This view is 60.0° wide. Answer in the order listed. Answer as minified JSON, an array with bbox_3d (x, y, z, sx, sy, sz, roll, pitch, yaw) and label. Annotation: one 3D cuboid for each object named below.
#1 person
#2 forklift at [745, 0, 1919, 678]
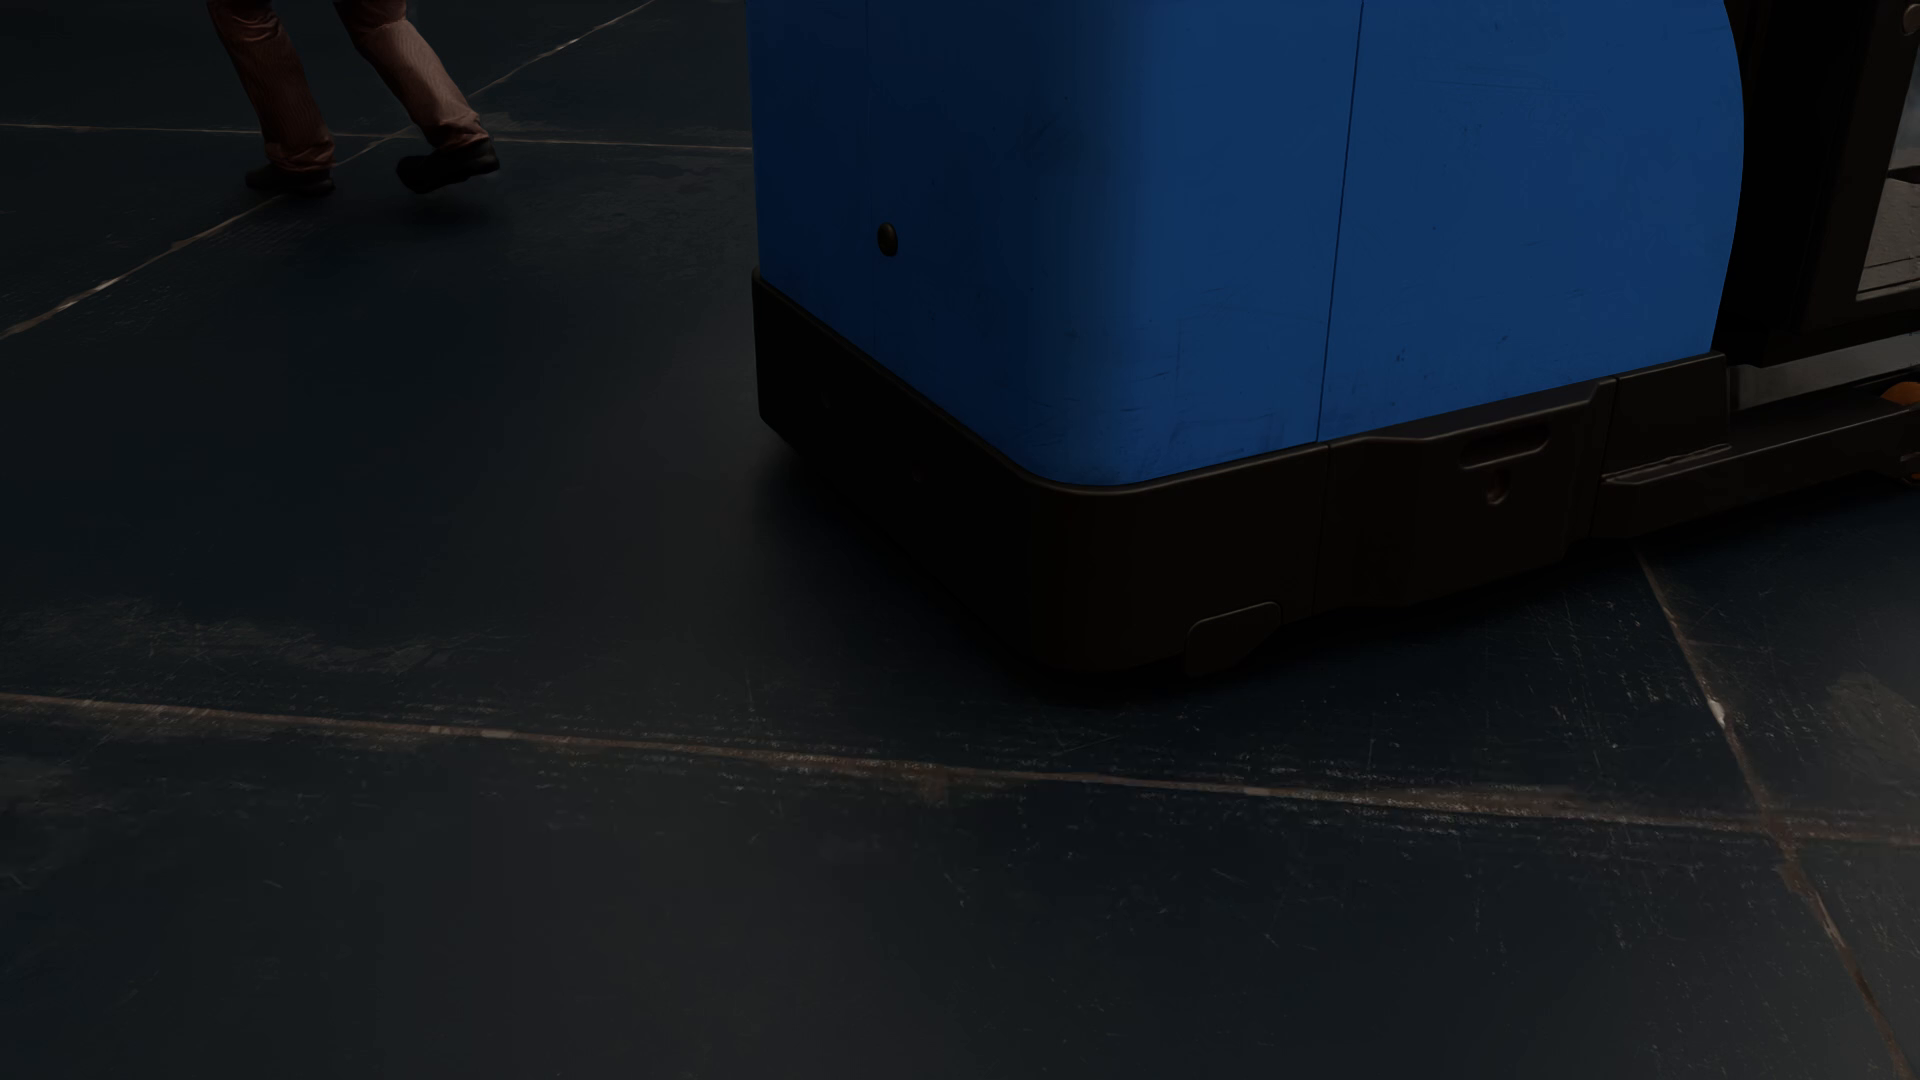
[{"bbox_3d":[-1.510,-1.571,3.856,0.868,1.638,0.573,14,30,27],"label":"person"},{"bbox_3d":[1.213,-1.591,2.406,3.031,2.935,1.130,-13,29,-25],"label":"forklift"}]
